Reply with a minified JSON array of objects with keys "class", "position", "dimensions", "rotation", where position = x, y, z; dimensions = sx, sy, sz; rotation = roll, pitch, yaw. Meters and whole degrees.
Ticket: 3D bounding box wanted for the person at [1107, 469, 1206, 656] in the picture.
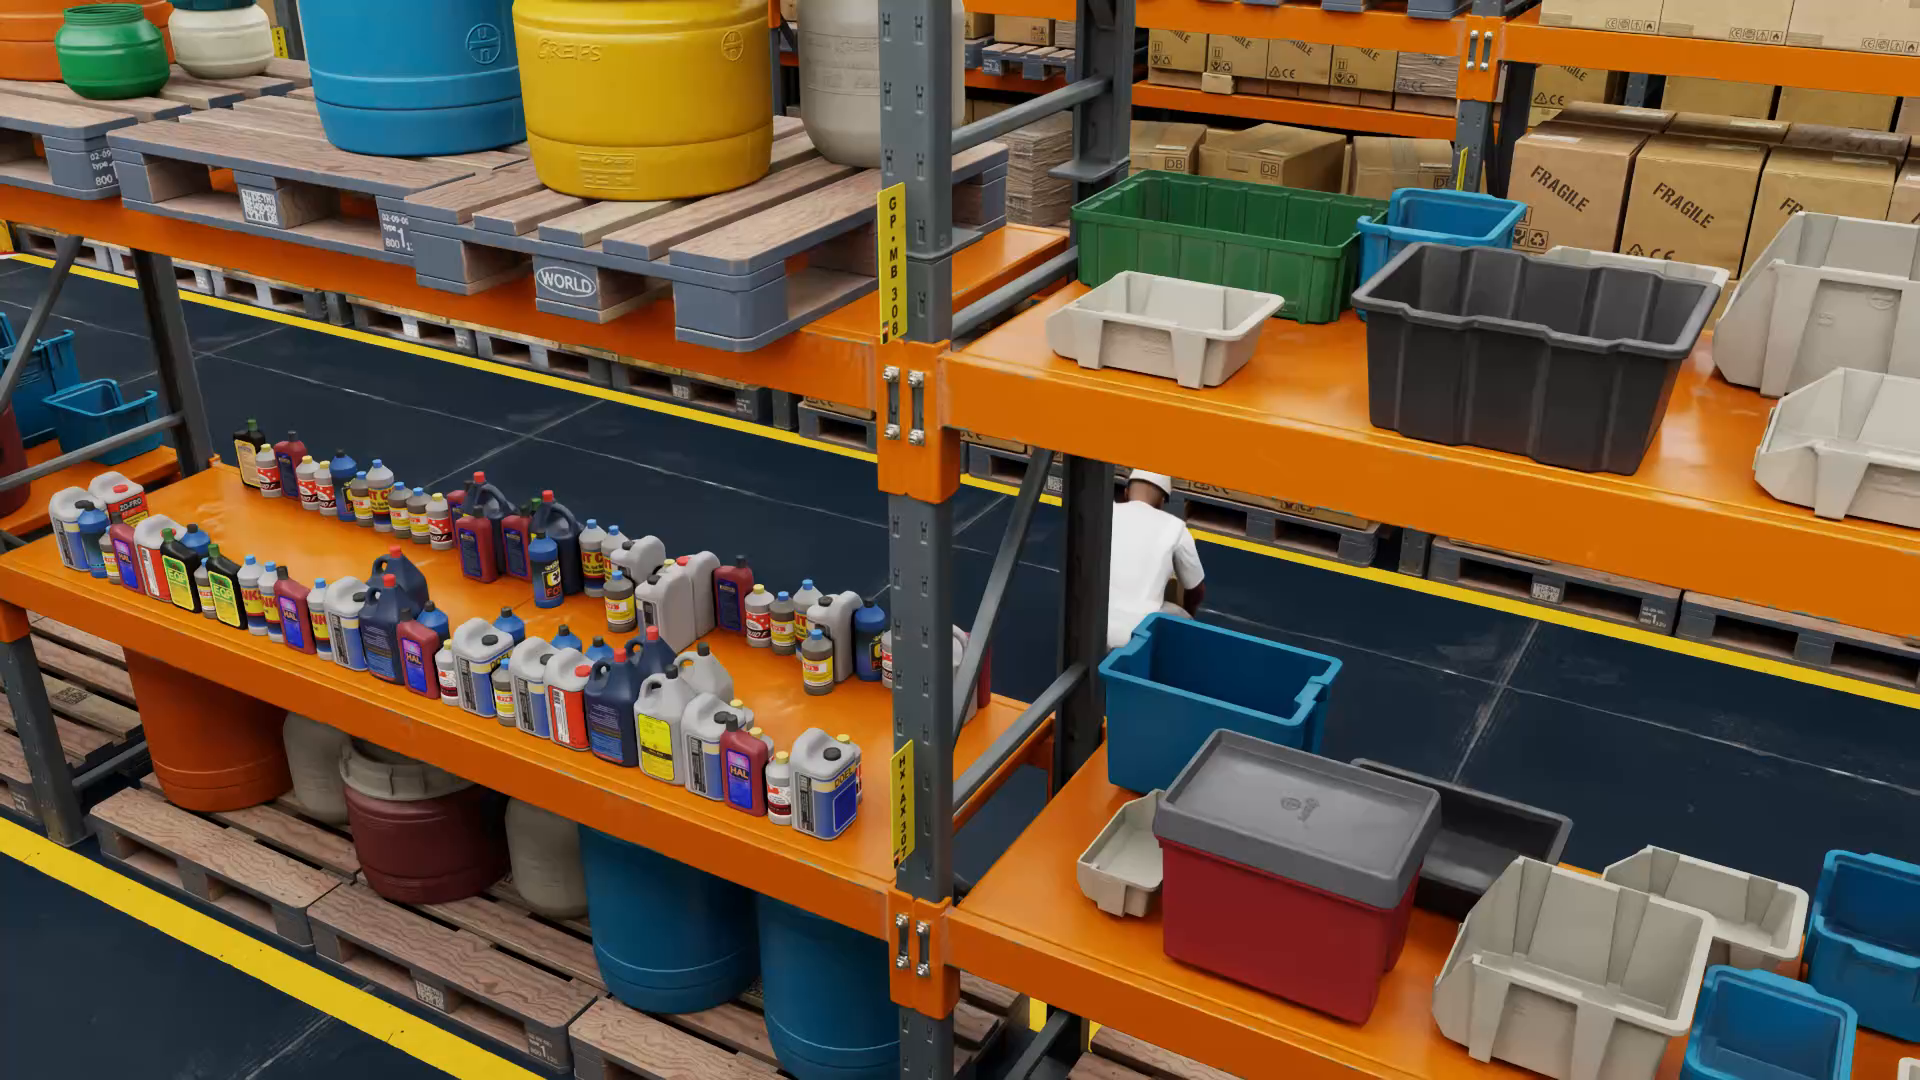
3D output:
[{"class":"person","position":[0.781,0.194,7.571],"dimensions":[0.584,0.998,0.889],"rotation":[14,30,26]}]
